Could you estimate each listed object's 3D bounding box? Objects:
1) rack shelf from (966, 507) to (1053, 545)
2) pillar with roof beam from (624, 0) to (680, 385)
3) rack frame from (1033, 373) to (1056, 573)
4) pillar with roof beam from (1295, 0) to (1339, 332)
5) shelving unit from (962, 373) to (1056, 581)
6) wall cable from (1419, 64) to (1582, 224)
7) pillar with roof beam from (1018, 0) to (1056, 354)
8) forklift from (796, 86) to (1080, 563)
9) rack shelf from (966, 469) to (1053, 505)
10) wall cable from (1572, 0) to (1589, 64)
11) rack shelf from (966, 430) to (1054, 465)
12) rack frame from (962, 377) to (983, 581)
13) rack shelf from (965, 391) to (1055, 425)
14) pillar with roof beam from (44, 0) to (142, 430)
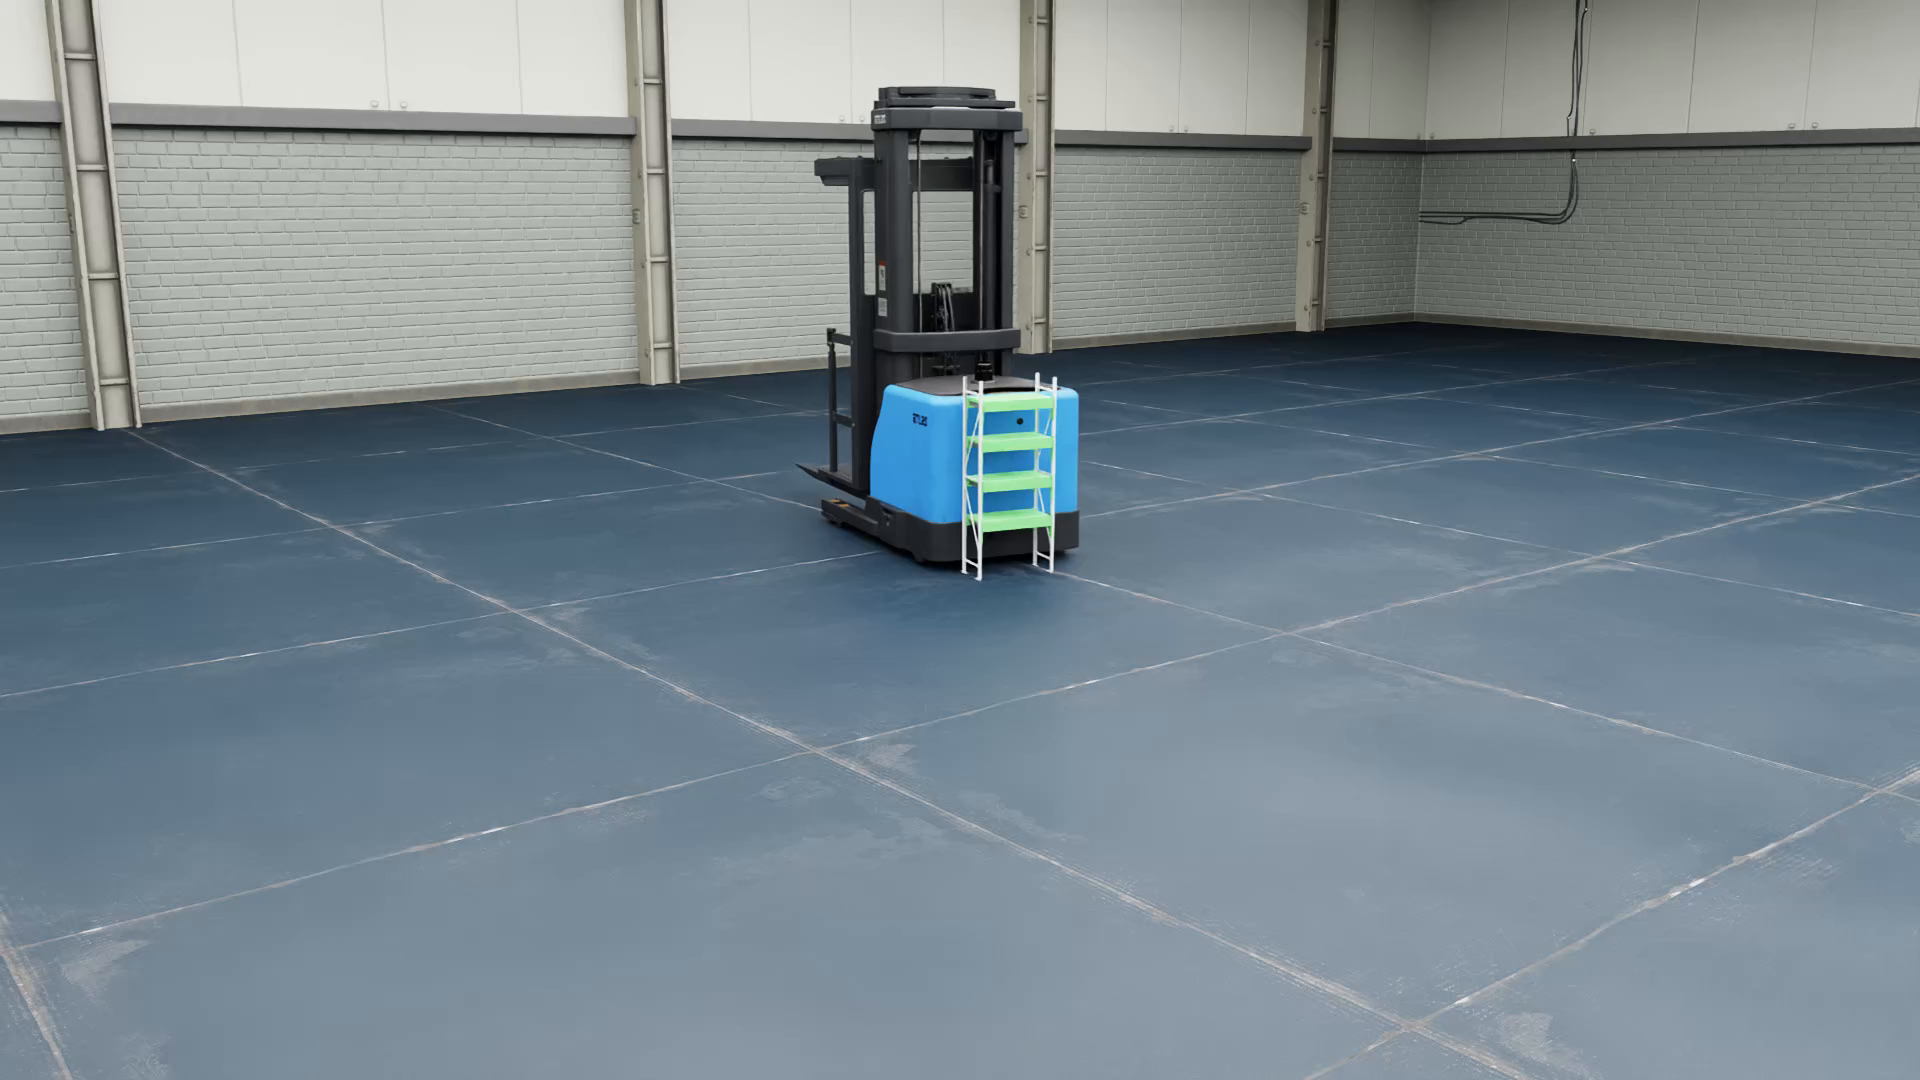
[{"bbox_3d":[0.294,-0.089,10.117,0.480,0.148,0.258,-6,14,-24],"label":"rack shelf"},{"bbox_3d":[-0.930,-5.596,15.817,0.400,9.000,9.100,-9,15,-38],"label":"pillar with roof beam"},{"bbox_3d":[0.516,-0.408,10.152,0.015,1.200,0.240,-6,14,-24],"label":"rack frame"},{"bbox_3d":[8.440,-7.153,23.150,0.400,9.000,9.100,-9,15,-38],"label":"pillar with roof beam"},{"bbox_3d":[0.295,-0.386,10.051,0.503,1.200,0.258,-6,14,-24],"label":"shelving unit"},{"bbox_3d":[8.877,-6.500,27.551,0.112,2.526,3.097,-9,15,-38],"label":"wall cable"},{"bbox_3d":[3.755,-6.374,19.483,0.400,9.000,9.100,-9,15,-38],"label":"pillar with roof beam"},{"bbox_3d":[-0.323,-1.554,11.388,1.130,2.935,3.031,-6,13,-24],"label":"forklift"},{"bbox_3d":[0.295,-0.324,10.065,0.480,0.148,0.258,-6,14,-24],"label":"rack shelf"},{"bbox_3d":[10.567,-8.532,24.960,0.112,2.526,3.097,-9,15,-38],"label":"wall cable"},{"bbox_3d":[0.296,-0.558,10.013,0.480,0.148,0.258,-6,14,-24],"label":"rack shelf"},{"bbox_3d":[0.074,-0.365,9.950,0.015,1.200,0.240,-6,14,-24],"label":"rack frame"},{"bbox_3d":[0.297,-0.792,9.961,0.480,0.148,0.258,-6,14,-24],"label":"rack shelf"},{"bbox_3d":[-5.615,-4.817,12.150,0.400,9.000,9.100,-9,15,-38],"label":"pillar with roof beam"}]
